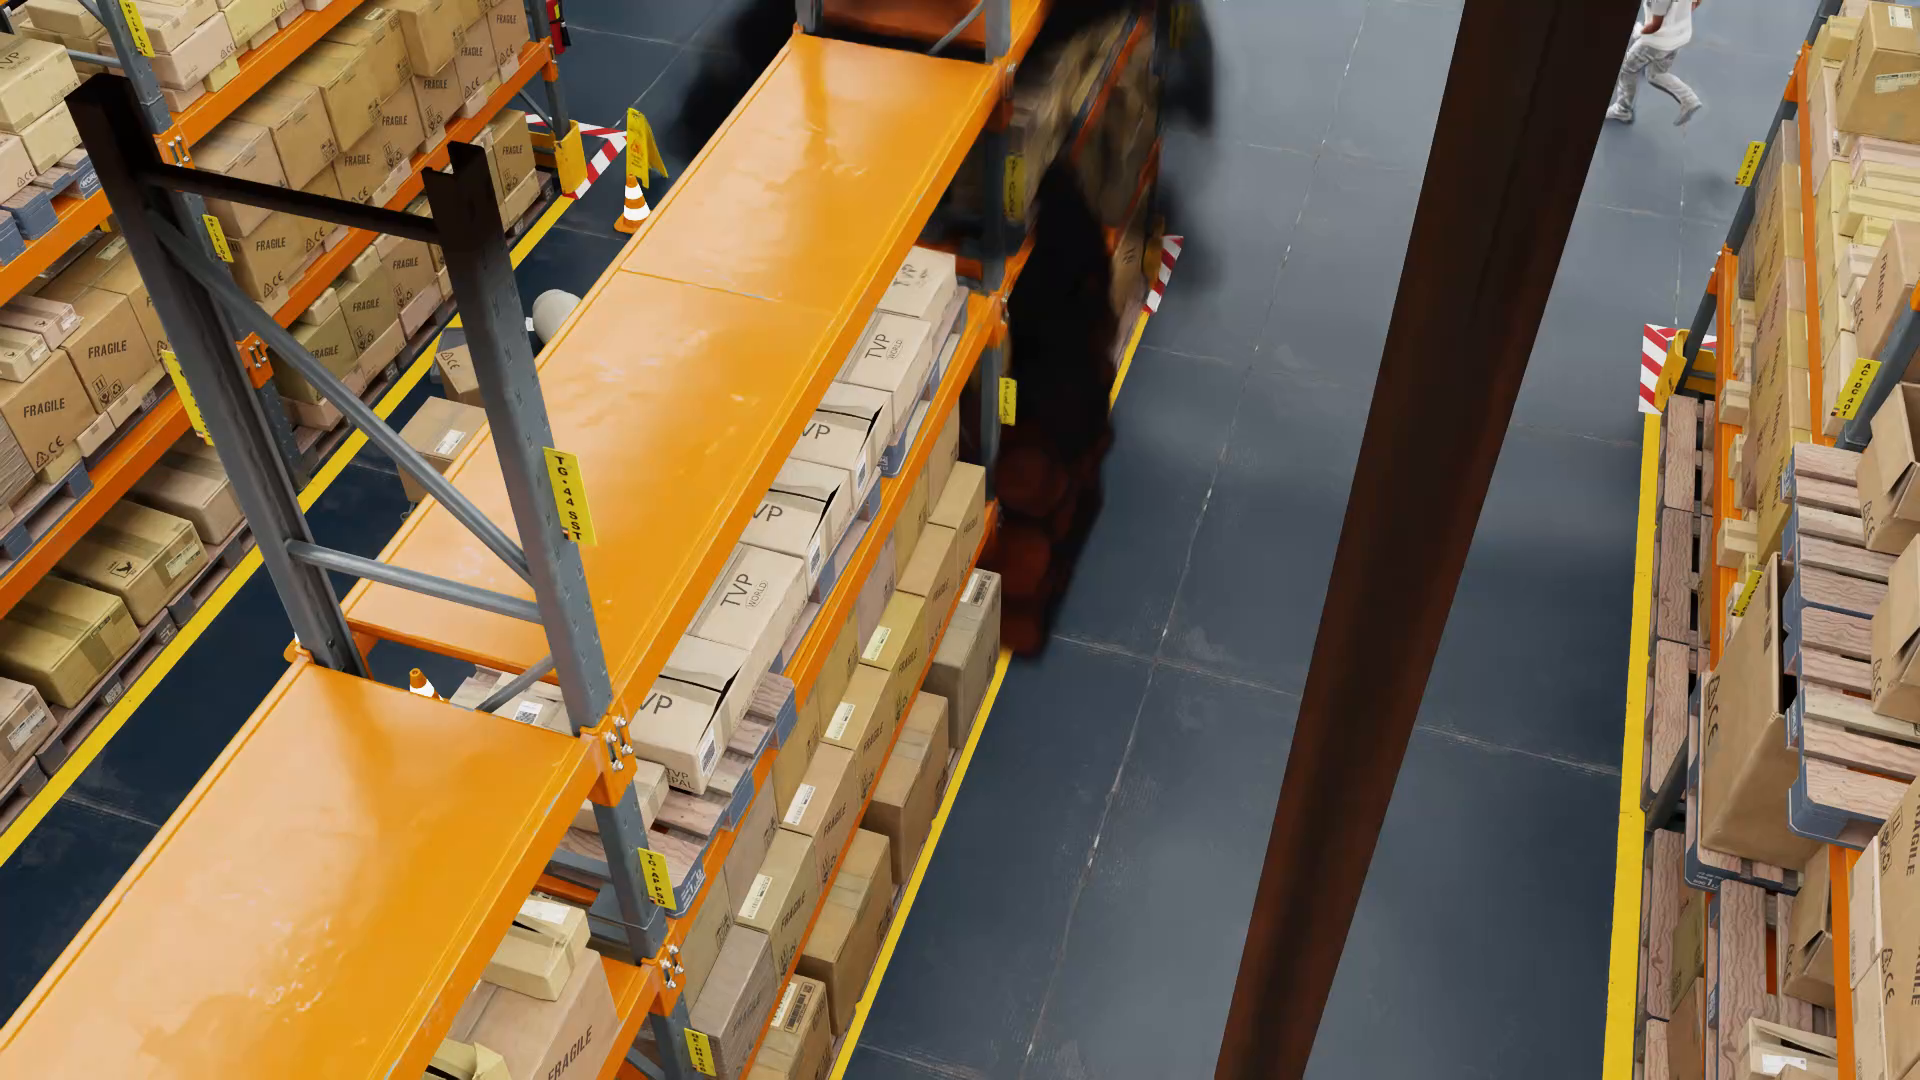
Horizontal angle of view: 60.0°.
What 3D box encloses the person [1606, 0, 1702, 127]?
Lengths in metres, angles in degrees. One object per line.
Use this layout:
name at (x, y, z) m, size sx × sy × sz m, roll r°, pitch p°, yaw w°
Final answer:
person at (5.976, -4.198, 14.047) m, size 0.687 × 1.756 × 0.892 m, roll -27°, pitch 52°, yaw -24°
